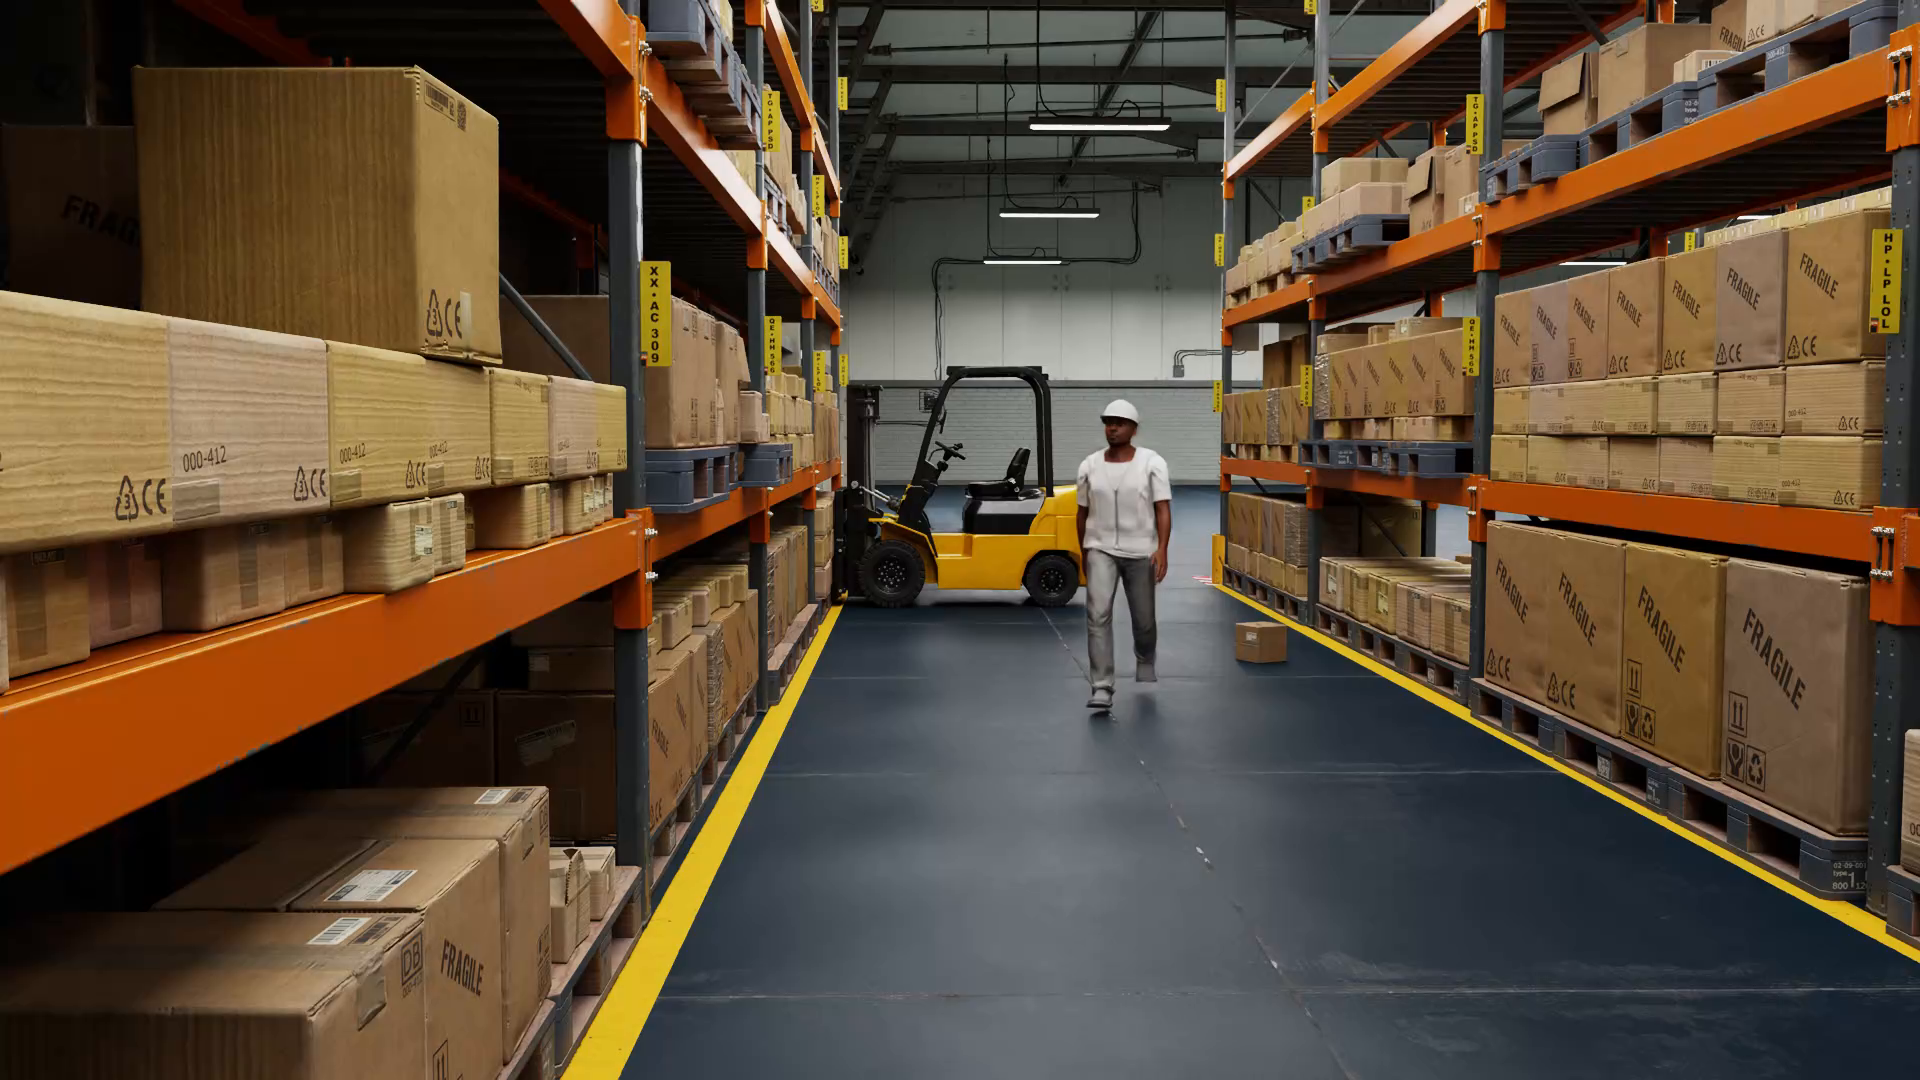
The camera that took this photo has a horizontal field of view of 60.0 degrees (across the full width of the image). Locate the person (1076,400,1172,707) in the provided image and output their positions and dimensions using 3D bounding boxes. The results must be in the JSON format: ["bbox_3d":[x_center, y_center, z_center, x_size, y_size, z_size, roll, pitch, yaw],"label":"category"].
[{"bbox_3d":[0.928,0.064,9.507,0.563,1.729,0.992,1,4,12],"label":"person"}]
